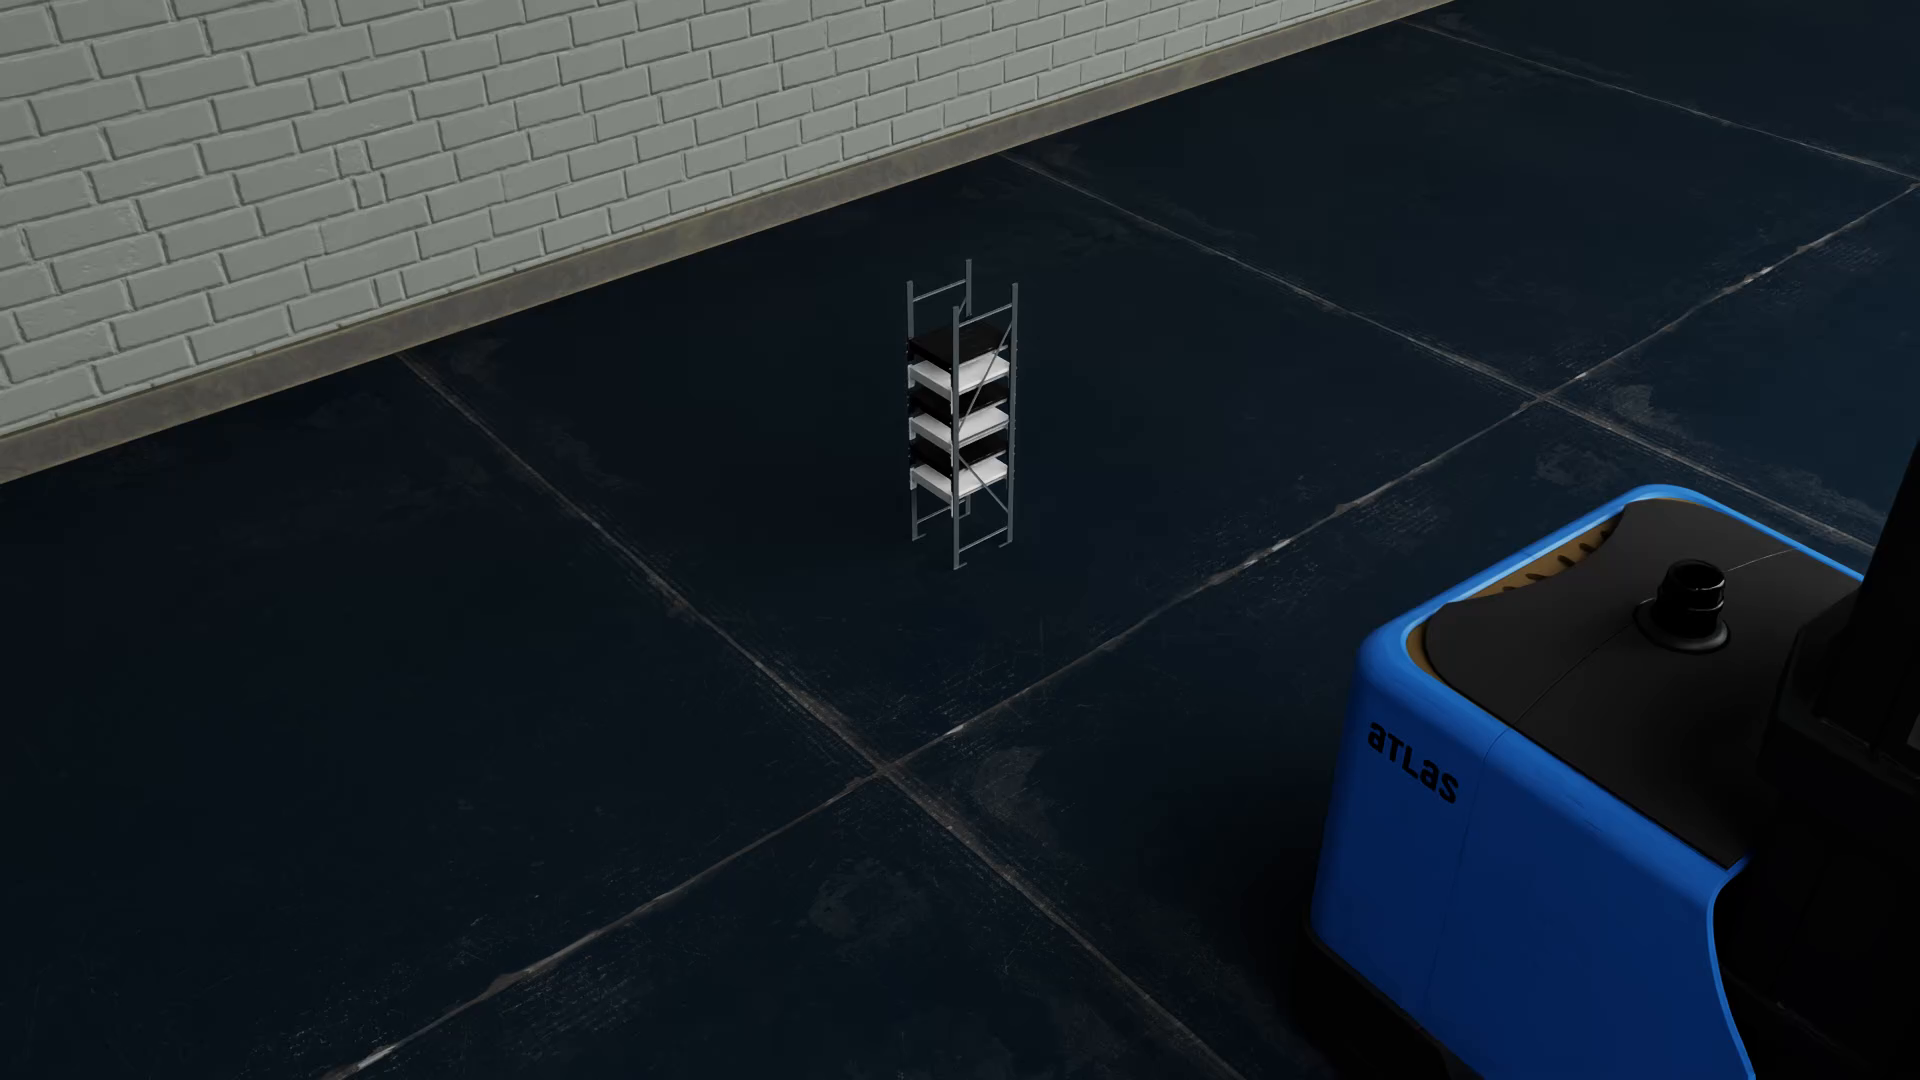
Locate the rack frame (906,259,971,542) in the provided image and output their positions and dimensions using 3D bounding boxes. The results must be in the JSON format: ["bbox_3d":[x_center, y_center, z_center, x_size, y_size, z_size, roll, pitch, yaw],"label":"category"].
[{"bbox_3d":[-0.060,-0.409,5.048,0.240,0.900,0.006,-26,43,-32],"label":"rack frame"}]

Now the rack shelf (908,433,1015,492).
[{"bbox_3d":[0.005,-0.263,5.056,0.258,0.077,0.200,-26,43,-32],"label":"rack shelf"}]

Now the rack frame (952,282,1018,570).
[{"bbox_3d":[0.071,-0.319,4.921,0.240,0.900,0.006,-26,43,-32],"label":"rack frame"}]

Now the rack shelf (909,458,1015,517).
[{"bbox_3d":[0.005,-0.190,5.108,0.258,0.077,0.200,-26,43,-32],"label":"rack shelf"}]

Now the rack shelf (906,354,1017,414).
[{"bbox_3d":[0.005,-0.483,4.900,0.258,0.077,0.200,-26,43,-32],"label":"rack shelf"}]

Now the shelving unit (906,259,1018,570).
[{"bbox_3d":[0.005,-0.364,4.985,0.258,0.900,0.210,-26,43,-32],"label":"shelving unit"}]

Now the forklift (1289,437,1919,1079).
[{"bbox_3d":[2.014,0.385,2.171,1.130,2.935,3.031,-23,41,-29],"label":"forklift"}]

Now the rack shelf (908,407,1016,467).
[{"bbox_3d":[0.005,-0.336,5.004,0.258,0.077,0.200,-26,43,-32],"label":"rack shelf"}]

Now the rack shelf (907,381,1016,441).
[{"bbox_3d":[0.005,-0.410,4.952,0.258,0.077,0.200,-26,43,-32],"label":"rack shelf"}]

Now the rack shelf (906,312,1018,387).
[{"bbox_3d":[0.005,-0.557,4.848,0.258,0.077,0.200,-26,43,-32],"label":"rack shelf"}]
